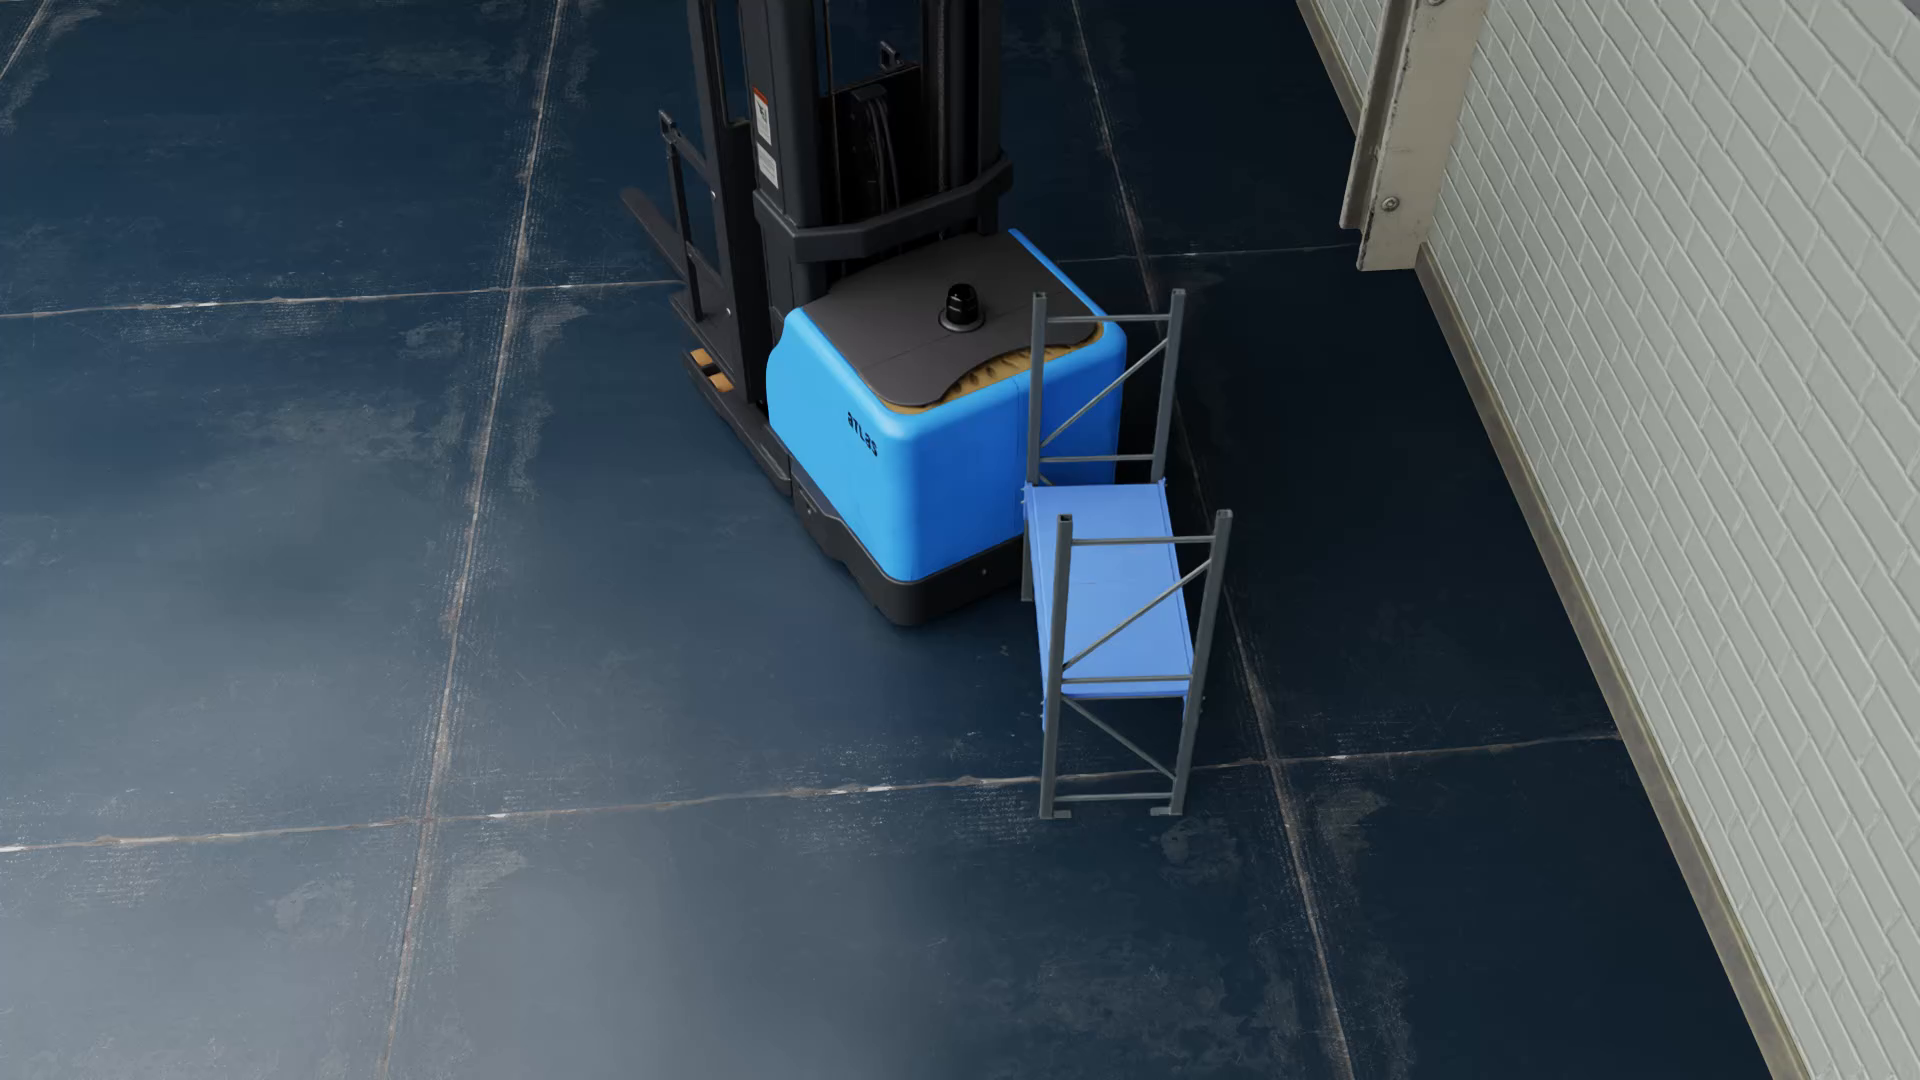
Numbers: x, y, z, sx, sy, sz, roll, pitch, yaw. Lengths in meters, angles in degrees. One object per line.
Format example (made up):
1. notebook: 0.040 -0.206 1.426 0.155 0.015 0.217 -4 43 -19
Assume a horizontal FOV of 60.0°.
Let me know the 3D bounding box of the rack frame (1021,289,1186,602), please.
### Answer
1. rack frame: 0.491 -0.292 5.993 0.500 1.500 0.032 -2 47 -1

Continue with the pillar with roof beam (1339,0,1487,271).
1. pillar with roof beam: -2.242 -4.275 4.601 9.100 9.000 0.400 -3 47 -3

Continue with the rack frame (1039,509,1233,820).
1. rack frame: 0.530 0.446 5.295 0.500 1.500 0.032 -2 47 -1

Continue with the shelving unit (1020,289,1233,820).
1. shelving unit: 0.510 0.077 5.644 0.538 1.500 1.048 -2 47 -1

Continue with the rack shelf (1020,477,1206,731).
1. rack shelf: 0.510 0.201 5.774 0.538 0.185 1.000 -2 47 -1

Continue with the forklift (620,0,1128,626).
1. forklift: -0.573 -1.737 6.376 1.130 2.935 3.031 -24 51 -21
